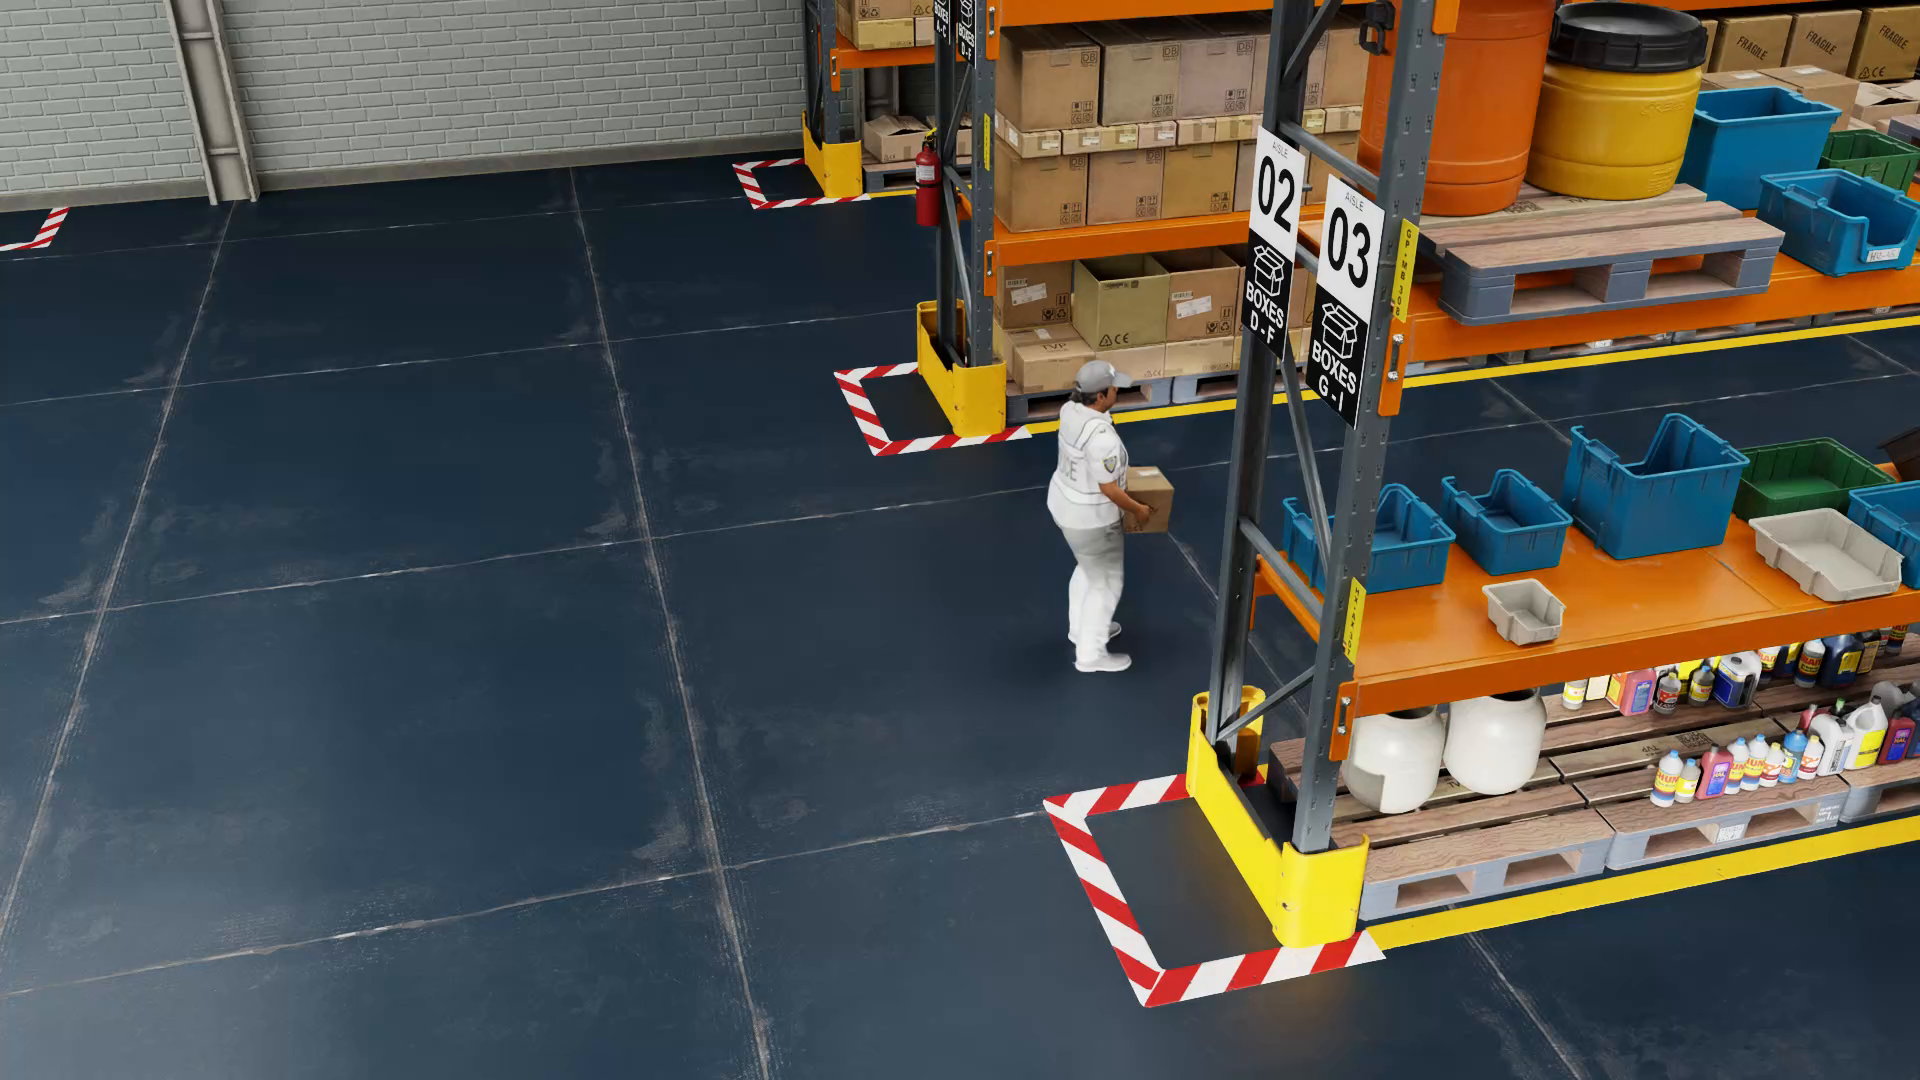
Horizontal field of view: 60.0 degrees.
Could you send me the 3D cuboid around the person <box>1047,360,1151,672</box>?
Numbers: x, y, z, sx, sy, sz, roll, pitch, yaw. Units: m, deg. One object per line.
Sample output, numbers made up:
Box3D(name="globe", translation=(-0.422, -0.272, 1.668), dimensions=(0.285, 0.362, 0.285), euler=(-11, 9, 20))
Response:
Box3D(name="person", translation=(0.706, -0.140, 8.459), dimensions=(0.490, 1.671, 0.493), euler=(-8, 31, -14))
